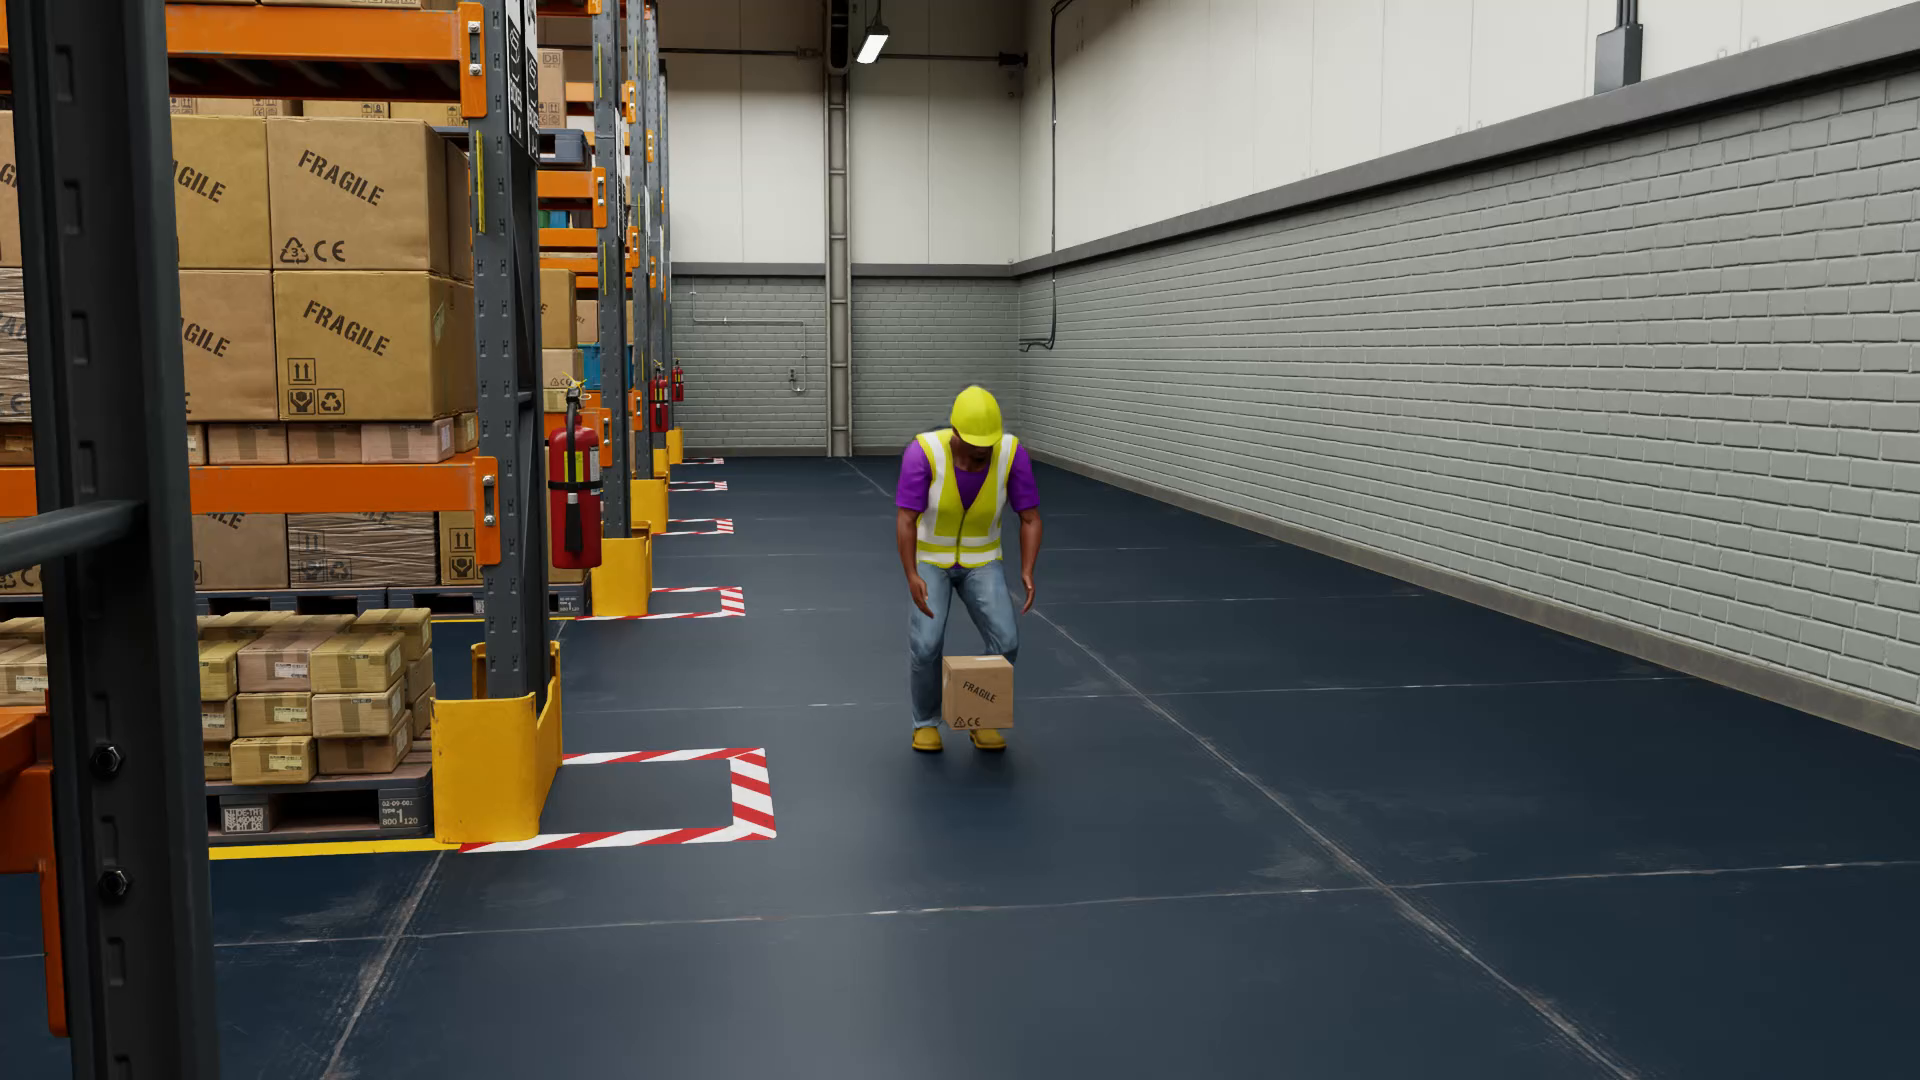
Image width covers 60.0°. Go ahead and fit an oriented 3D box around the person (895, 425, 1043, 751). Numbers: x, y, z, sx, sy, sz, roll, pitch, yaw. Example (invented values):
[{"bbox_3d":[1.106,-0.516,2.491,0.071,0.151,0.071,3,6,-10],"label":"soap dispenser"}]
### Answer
[{"bbox_3d":[0.030,0.134,7.063,0.625,1.511,0.632,-1,7,-8],"label":"person"}]
